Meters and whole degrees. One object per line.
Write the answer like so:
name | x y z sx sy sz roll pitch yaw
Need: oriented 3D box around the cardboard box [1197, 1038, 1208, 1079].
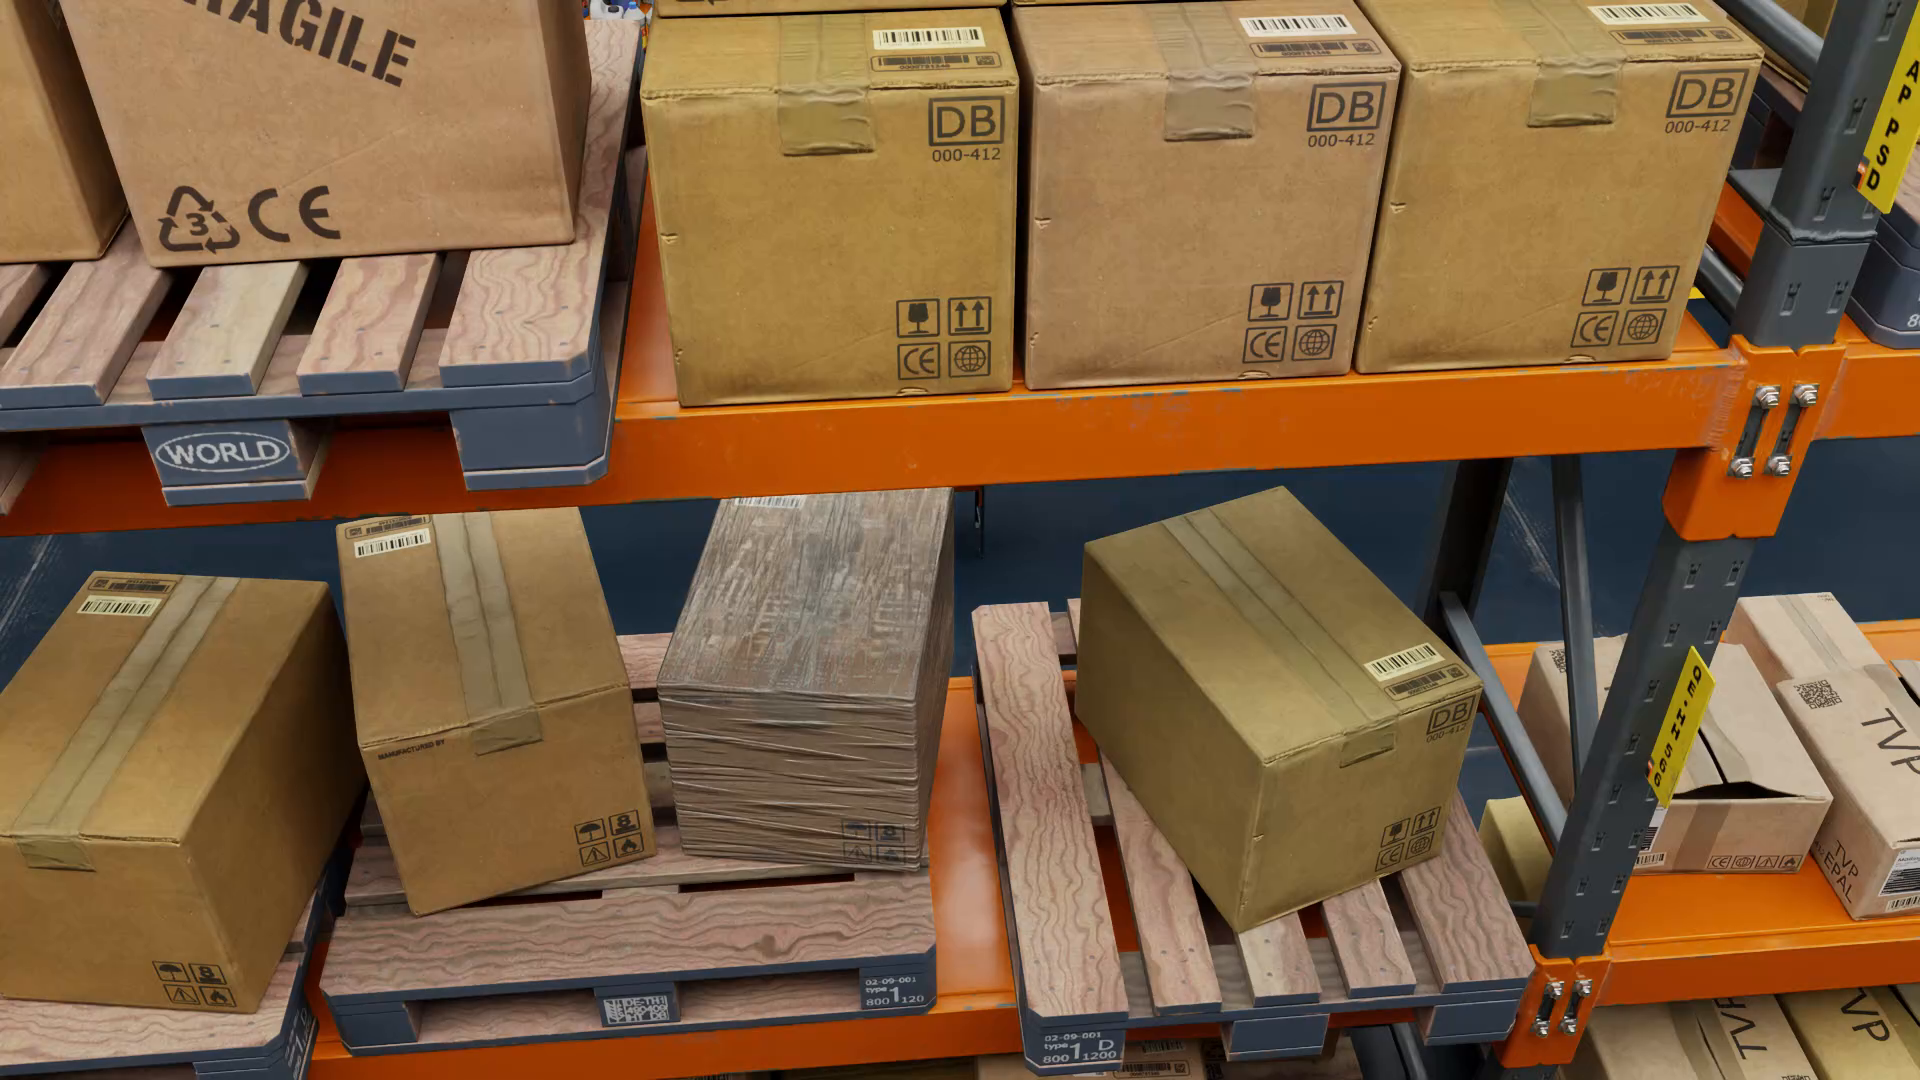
cardboard box | 0.337 1.437 4.170 0.500 0.500 0.500 -2 38 -2

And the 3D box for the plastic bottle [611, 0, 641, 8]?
plastic bottle | -1.576 -2.645 7.781 0.135 0.276 0.152 -3 38 -4

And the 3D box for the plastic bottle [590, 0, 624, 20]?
plastic bottle | -1.523 -2.210 7.229 0.135 0.276 0.152 -3 38 -4

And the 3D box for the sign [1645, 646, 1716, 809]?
sign | 1.305 0.343 3.023 0.005 0.325 0.100 -3 38 -4

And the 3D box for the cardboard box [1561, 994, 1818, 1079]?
cardboard box | 1.796 1.279 4.135 0.500 0.311 0.500 -2 38 -2

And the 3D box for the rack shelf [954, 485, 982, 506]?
rack shelf | -0.165 -0.253 6.531 0.480 0.148 0.258 -3 38 -4

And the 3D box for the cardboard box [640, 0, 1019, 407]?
cardboard box | -0.210 -0.683 2.692 0.500 0.500 0.910 -3 38 -4

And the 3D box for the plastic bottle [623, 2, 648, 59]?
plastic bottle | -1.405 -2.198 7.217 0.097 0.271 0.097 0 38 0

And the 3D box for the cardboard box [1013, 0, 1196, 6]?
cardboard box | 0.305 -1.129 2.450 0.500 0.500 0.500 -3 38 -4

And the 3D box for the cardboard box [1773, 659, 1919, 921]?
cardboard box | 2.156 0.538 3.719 0.500 0.311 0.500 -4 38 -5

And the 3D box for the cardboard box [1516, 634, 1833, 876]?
cardboard box | 1.614 0.474 3.799 0.500 0.311 0.500 -1 38 -1

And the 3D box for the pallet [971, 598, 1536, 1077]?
pallet | 0.579 0.588 3.738 1.003 0.211 1.213 -3 38 -4

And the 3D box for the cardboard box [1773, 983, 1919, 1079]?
cardboard box | 2.318 1.245 4.179 0.500 0.311 0.500 -4 38 -5

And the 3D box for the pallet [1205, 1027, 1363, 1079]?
pallet | 0.501 1.545 4.622 1.213 0.211 1.003 -3 38 -4

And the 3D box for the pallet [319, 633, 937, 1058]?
pallet | -0.689 0.617 3.701 1.213 0.211 1.003 -3 38 -4

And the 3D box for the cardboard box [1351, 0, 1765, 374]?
cardboard box | 0.816 -0.740 2.764 0.500 0.500 0.910 -3 38 -4

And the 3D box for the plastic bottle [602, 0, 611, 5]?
plastic bottle | -1.694 -2.626 7.817 0.097 0.201 0.097 0 38 0

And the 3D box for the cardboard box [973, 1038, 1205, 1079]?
cardboard box | 0.281 1.148 3.931 0.500 0.250 0.500 -2 38 -2

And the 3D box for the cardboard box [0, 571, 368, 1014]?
cardboard box | -1.565 0.483 3.297 0.500 0.500 0.700 3 38 3

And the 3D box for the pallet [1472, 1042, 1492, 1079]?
pallet | 2.071 1.506 4.671 1.213 0.211 1.003 -3 38 -4

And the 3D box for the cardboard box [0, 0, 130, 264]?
cardboard box | -1.564 -0.802 2.423 0.600 0.600 0.600 -4 38 -4

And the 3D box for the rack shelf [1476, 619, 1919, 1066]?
rack shelf | 3.240 0.605 4.143 4.000 0.370 1.077 -3 38 -4

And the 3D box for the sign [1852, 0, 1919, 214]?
sign | 1.294 -0.613 2.267 0.005 0.325 0.100 -3 38 -4

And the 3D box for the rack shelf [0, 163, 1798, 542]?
rack shelf | -0.744 -0.353 2.935 4.000 0.370 1.077 -3 38 -4

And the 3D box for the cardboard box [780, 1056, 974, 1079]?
cardboard box | -0.178 1.465 4.134 0.500 0.500 0.500 -4 38 -6

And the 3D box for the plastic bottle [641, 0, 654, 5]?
plastic bottle | -1.463 -2.639 7.833 0.097 0.201 0.097 0 38 0

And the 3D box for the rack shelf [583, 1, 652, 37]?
rack shelf | -1.179 -2.232 7.738 4.000 0.370 1.077 -3 38 -4

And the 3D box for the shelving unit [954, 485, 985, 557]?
shelving unit | -0.165 -0.462 6.367 0.503 1.200 0.258 -3 38 -4

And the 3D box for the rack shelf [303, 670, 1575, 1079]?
rack shelf | -0.744 0.824 3.864 4.000 0.370 1.077 -3 38 -4

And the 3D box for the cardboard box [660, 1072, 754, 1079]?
cardboard box | -0.737 1.207 3.856 0.500 0.250 0.500 -4 38 -5

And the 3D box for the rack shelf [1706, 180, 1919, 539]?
rack shelf | 3.240 -0.573 3.213 4.000 0.370 1.077 -3 38 -4

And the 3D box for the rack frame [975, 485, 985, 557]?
rack frame | 0.078 -0.475 6.384 0.015 1.200 0.240 -3 38 -4

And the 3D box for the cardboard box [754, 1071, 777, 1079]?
cardboard box | -0.701 1.498 4.093 0.500 0.500 0.500 -5 38 -6

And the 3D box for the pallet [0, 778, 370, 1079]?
pallet | -1.931 0.750 3.532 1.213 0.211 1.003 -3 38 -4

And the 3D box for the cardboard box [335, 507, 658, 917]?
cardboard box | -0.982 0.312 3.513 0.500 0.500 0.700 -13 40 -15

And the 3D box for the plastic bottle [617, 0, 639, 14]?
plastic bottle | -1.547 -2.567 7.686 0.097 0.271 0.097 0 38 0

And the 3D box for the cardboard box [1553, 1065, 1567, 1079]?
cardboard box | 1.796 1.499 4.309 0.500 0.250 0.500 -3 38 -4

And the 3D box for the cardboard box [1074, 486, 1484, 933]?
cardboard box | 0.631 0.332 3.488 0.500 0.500 0.700 -16 41 -19

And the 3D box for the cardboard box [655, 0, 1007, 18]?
cardboard box | -0.203 -1.101 2.415 0.500 0.500 0.500 -3 38 -4

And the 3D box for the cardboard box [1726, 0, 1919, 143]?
cardboard box | 1.695 -0.911 2.844 0.500 0.250 0.500 -6 39 -7

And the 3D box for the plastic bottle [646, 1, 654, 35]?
plastic bottle | -1.308 -2.203 7.224 0.097 0.271 0.097 0 38 0

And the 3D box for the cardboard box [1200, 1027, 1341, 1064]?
cardboard box | 0.769 1.089 4.611 0.500 0.500 0.500 -2 38 -2

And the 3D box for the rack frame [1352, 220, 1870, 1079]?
rack frame | 1.248 0.432 3.781 0.127 3.000 1.000 -3 38 -4

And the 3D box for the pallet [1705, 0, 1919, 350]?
pallet | 1.916 -0.764 3.027 1.003 0.211 1.213 -1 38 -2

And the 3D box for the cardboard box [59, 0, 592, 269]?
cardboard box | -0.900 -0.826 2.454 0.600 0.600 0.600 -5 39 -6

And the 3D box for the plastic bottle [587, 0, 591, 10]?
plastic bottle | -1.807 -2.632 7.765 0.135 0.276 0.152 -3 38 -4

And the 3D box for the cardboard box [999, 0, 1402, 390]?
cardboard box | 0.308 -0.712 2.728 0.500 0.500 0.910 -3 38 -4

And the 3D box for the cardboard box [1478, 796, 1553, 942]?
cardboard box | 1.748 0.946 4.558 0.500 0.311 0.500 -2 38 -3

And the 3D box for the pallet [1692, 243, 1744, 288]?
pallet | 4.018 -1.682 8.711 1.213 0.211 1.003 -3 38 -4

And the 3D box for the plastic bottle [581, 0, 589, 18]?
plastic bottle | -1.778 -2.554 7.670 0.097 0.271 0.097 0 38 0

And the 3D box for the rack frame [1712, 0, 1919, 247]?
rack frame | 1.248 -1.923 1.922 0.127 3.000 1.000 -3 38 -4

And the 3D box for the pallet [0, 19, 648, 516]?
pallet | -1.048 -0.503 2.697 1.003 0.211 1.213 -3 38 -4

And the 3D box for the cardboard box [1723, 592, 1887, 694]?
cardboard box | 2.119 0.311 4.137 0.250 0.149 0.380 -3 38 -4

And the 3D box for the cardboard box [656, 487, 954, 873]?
cardboard box | -0.297 0.264 3.573 0.500 0.500 0.700 4 38 5
